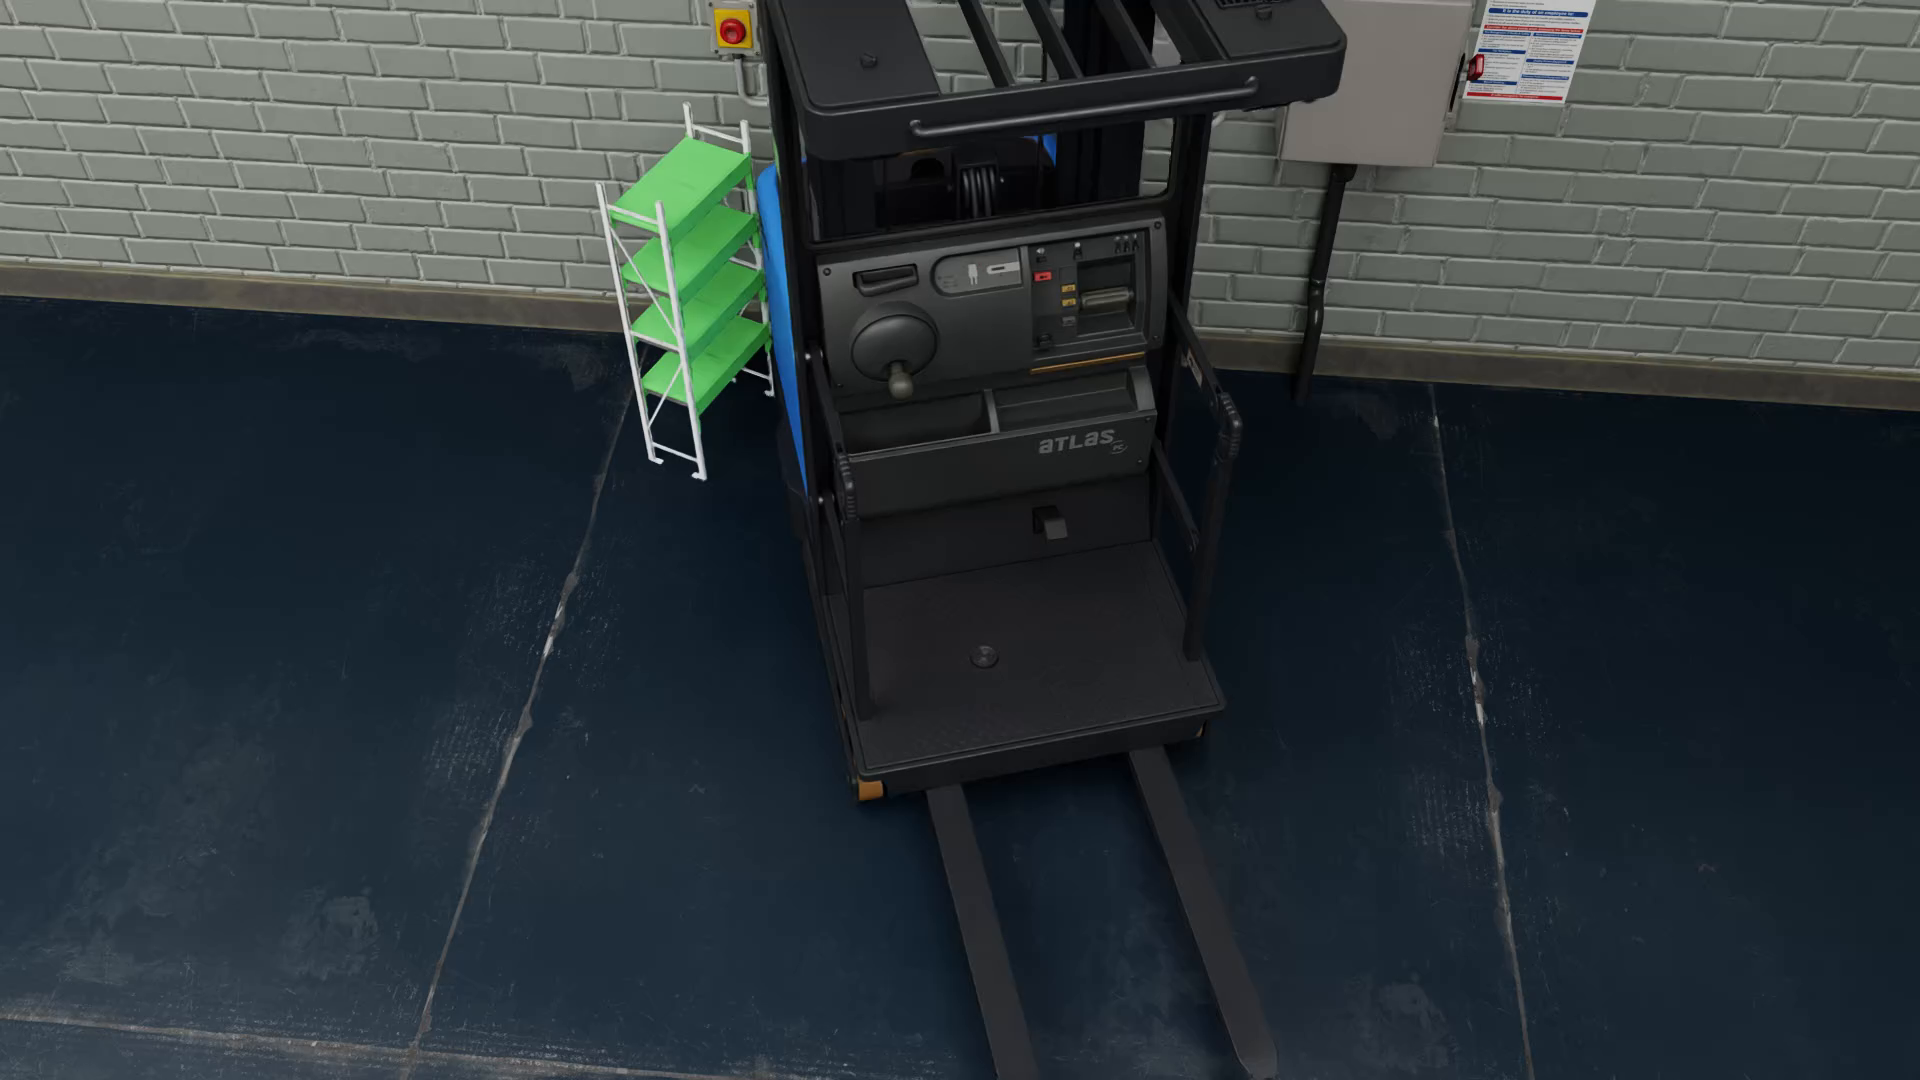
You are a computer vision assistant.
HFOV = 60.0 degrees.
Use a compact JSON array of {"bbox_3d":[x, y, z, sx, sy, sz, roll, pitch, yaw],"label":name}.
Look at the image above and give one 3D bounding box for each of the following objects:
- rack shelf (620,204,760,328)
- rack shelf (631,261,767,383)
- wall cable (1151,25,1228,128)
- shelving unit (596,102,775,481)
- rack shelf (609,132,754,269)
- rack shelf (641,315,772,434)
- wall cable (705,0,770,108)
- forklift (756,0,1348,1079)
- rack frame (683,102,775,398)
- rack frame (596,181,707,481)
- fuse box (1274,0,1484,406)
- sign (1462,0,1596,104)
[{"bbox_3d":[-0.904,-0.941,5.559,0.258,0.148,0.480,21,51,18],"label":"rack shelf"},{"bbox_3d":[-0.904,-0.779,5.736,0.258,0.148,0.480,21,51,18],"label":"rack shelf"},{"bbox_3d":[0.629,-2.017,4.873,0.588,1.984,0.122,4,48,4],"label":"wall cable"},{"bbox_3d":[-0.904,-0.822,5.689,0.258,1.200,0.503,21,51,18],"label":"shelving unit"},{"bbox_3d":[-0.904,-1.103,5.382,0.258,0.148,0.480,21,51,18],"label":"rack shelf"},{"bbox_3d":[-0.904,-0.617,5.913,0.258,0.148,0.480,21,51,18],"label":"rack shelf"},{"bbox_3d":[-0.784,-2.114,4.941,0.585,1.953,0.123,4,48,4],"label":"wall cable"},{"bbox_3d":[0.145,-0.516,4.236,1.130,2.935,3.031,-9,48,-9],"label":"forklift"},{"bbox_3d":[-0.794,-0.982,5.835,0.240,1.200,0.015,21,51,18],"label":"rack frame"},{"bbox_3d":[-1.015,-0.661,5.542,0.240,1.200,0.015,21,51,18],"label":"rack frame"},{"bbox_3d":[1.294,-1.078,5.576,0.539,1.711,0.414,4,48,4],"label":"fuse box"},{"bbox_3d":[1.805,-1.599,5.244,0.329,0.494,0.001,4,48,4],"label":"sign"}]
